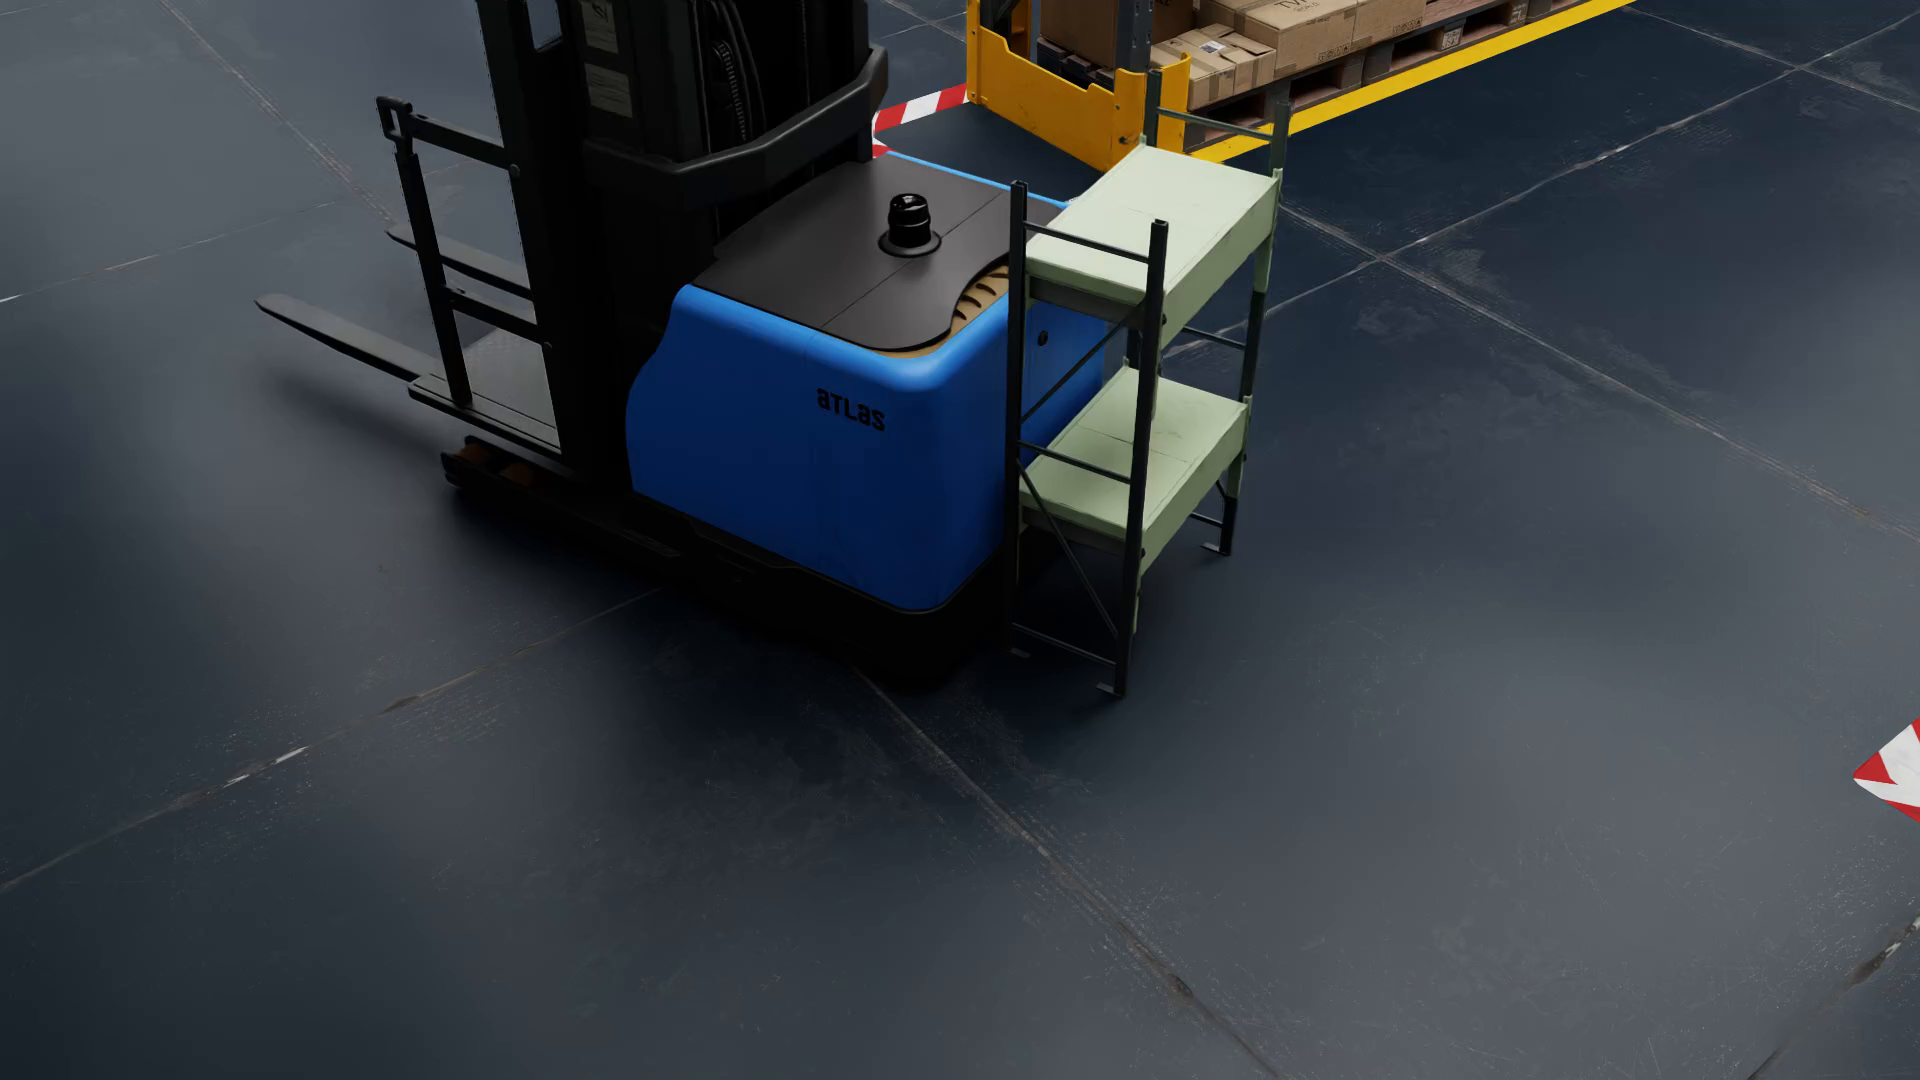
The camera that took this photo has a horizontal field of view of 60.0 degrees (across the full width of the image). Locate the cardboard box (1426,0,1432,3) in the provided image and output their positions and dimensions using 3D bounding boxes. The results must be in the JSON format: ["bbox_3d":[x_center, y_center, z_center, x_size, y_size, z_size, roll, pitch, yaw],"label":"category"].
[{"bbox_3d":[2.121,-3.004,8.168,0.637,0.503,0.797,-26,46,-28],"label":"cardboard box"}]

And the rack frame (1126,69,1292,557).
[{"bbox_3d":[0.672,-0.597,4.796,0.400,1.500,0.023,21,44,23],"label":"rack frame"}]

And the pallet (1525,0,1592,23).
[{"bbox_3d":[3.062,-3.185,8.966,1.213,0.211,1.003,-26,46,-28],"label":"pallet"}]

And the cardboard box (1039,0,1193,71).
[{"bbox_3d":[0.717,-2.519,7.580,0.500,0.500,0.500,-26,46,-28],"label":"cardboard box"}]

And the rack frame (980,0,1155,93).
[{"bbox_3d":[0.436,-2.982,6.520,0.127,3.000,1.000,-26,46,-28],"label":"rack frame"}]

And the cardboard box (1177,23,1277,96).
[{"bbox_3d":[1.176,-2.142,7.383,0.250,0.166,0.380,-26,46,-28],"label":"cardboard box"}]

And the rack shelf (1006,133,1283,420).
[{"bbox_3d":[0.484,-0.700,4.305,0.431,0.370,0.720,21,44,23],"label":"rack shelf"}]

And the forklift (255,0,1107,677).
[{"bbox_3d":[-1.071,-1.468,4.729,3.031,2.935,1.130,22,44,25],"label":"forklift"}]

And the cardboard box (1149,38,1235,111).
[{"bbox_3d":[0.977,-2.039,7.271,0.250,0.149,0.380,-26,46,-28],"label":"cardboard box"}]

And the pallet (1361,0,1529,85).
[{"bbox_3d":[2.094,-2.710,8.388,1.213,0.211,1.003,-26,46,-28],"label":"pallet"}]

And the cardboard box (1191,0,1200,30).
[{"bbox_3d":[1.093,-2.502,7.822,0.250,0.166,0.380,-26,46,-28],"label":"cardboard box"}]

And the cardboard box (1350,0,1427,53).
[{"bbox_3d":[1.833,-2.543,7.806,0.500,0.250,0.500,-26,46,-28],"label":"cardboard box"}]

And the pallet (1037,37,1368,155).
[{"bbox_3d":[1.128,-2.241,7.816,1.213,0.211,1.003,-26,46,-28],"label":"pallet"}]

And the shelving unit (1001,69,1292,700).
[{"bbox_3d":[0.484,-0.398,4.553,0.431,1.500,0.755,21,44,23],"label":"shelving unit"}]

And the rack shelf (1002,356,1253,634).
[{"bbox_3d":[0.484,-0.146,4.760,0.431,0.370,0.720,21,44,23],"label":"rack shelf"}]

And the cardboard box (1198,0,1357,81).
[{"bbox_3d":[1.436,-2.349,7.570,0.500,0.250,0.500,-26,46,-28],"label":"cardboard box"}]

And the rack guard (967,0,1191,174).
[{"bbox_3d":[0.496,-2.045,7.348,0.348,0.500,1.175,-26,46,-28],"label":"rack guard"}]

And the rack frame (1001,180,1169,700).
[{"bbox_3d":[0.296,-0.199,4.310,0.400,1.500,0.023,21,44,23],"label":"rack frame"}]
